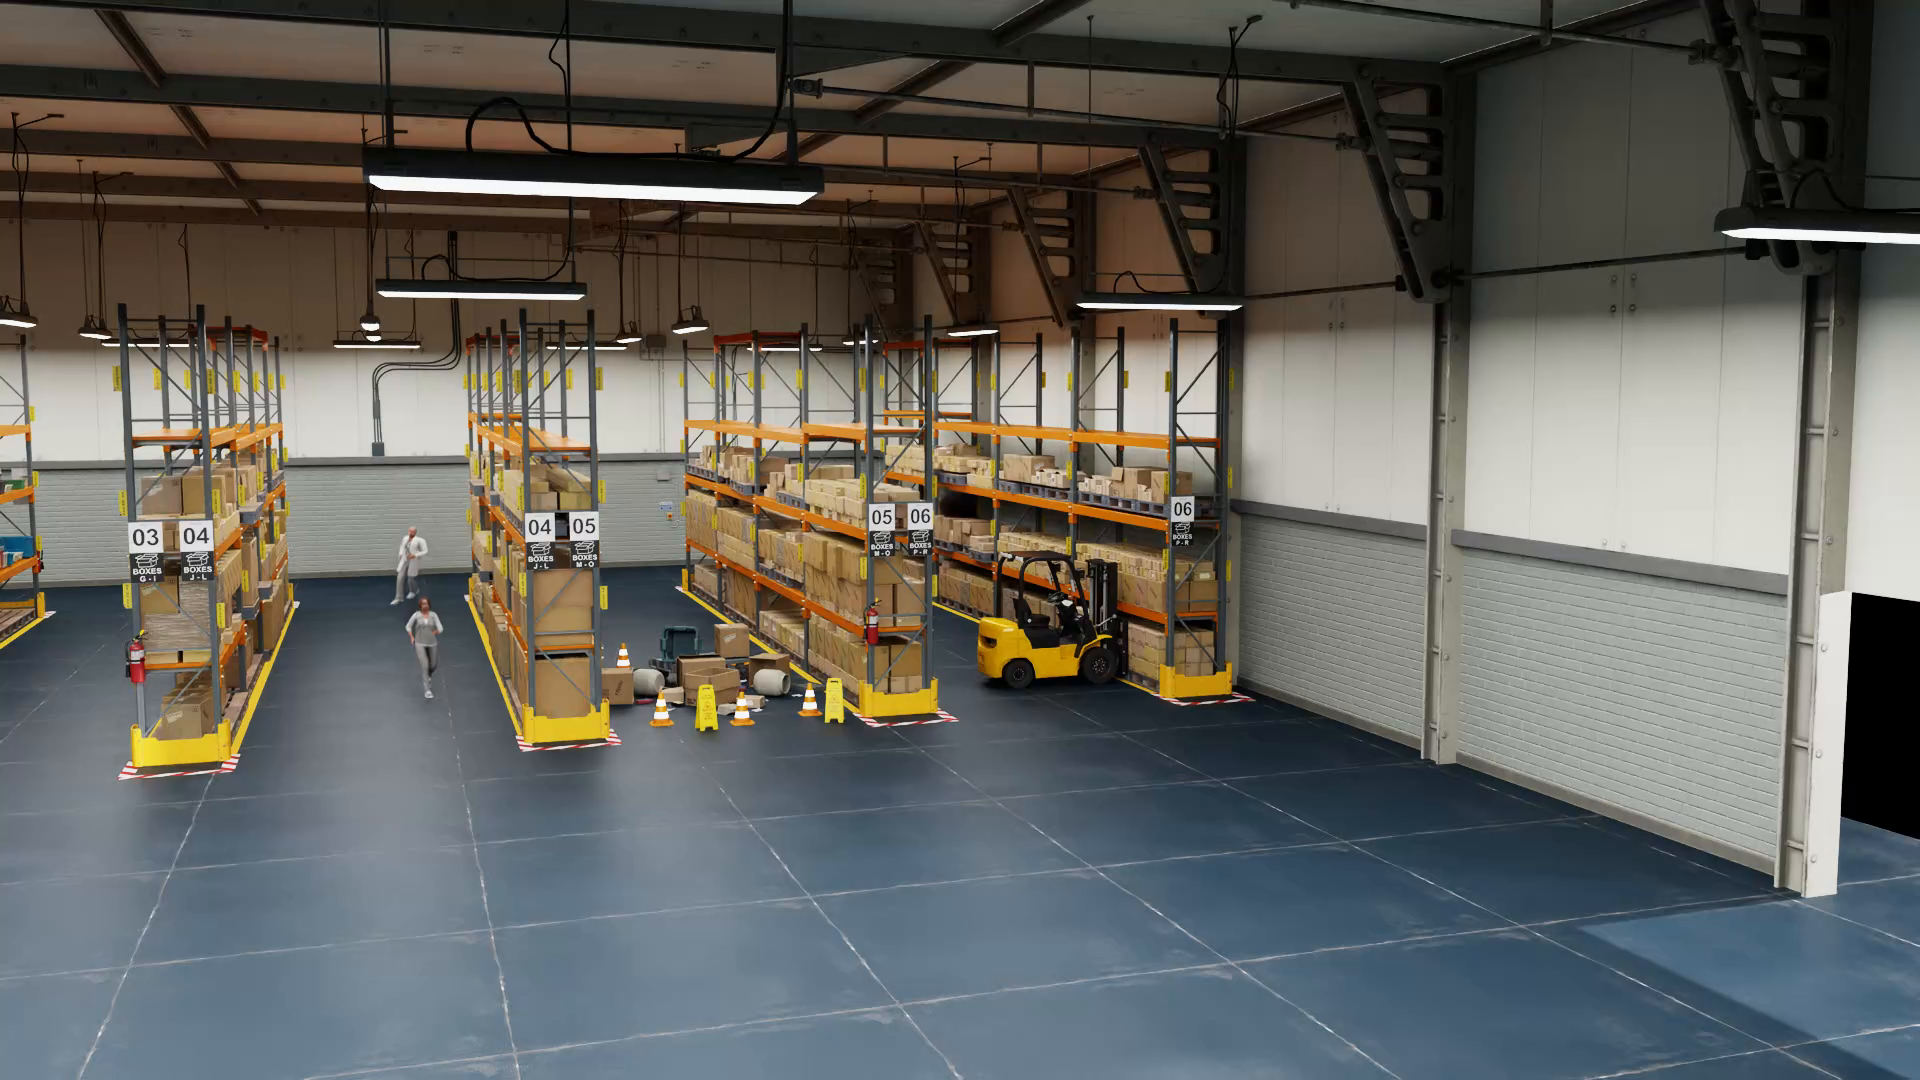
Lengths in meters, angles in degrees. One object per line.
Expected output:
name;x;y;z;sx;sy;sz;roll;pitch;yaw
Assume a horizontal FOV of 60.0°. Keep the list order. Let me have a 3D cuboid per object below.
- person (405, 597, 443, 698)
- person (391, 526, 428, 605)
person;-8.536;1.693;26.551;0.546;1.572;0.841;-3;6;-28
person;-12.420;0.563;37.731;0.738;1.759;0.916;1;5;9
